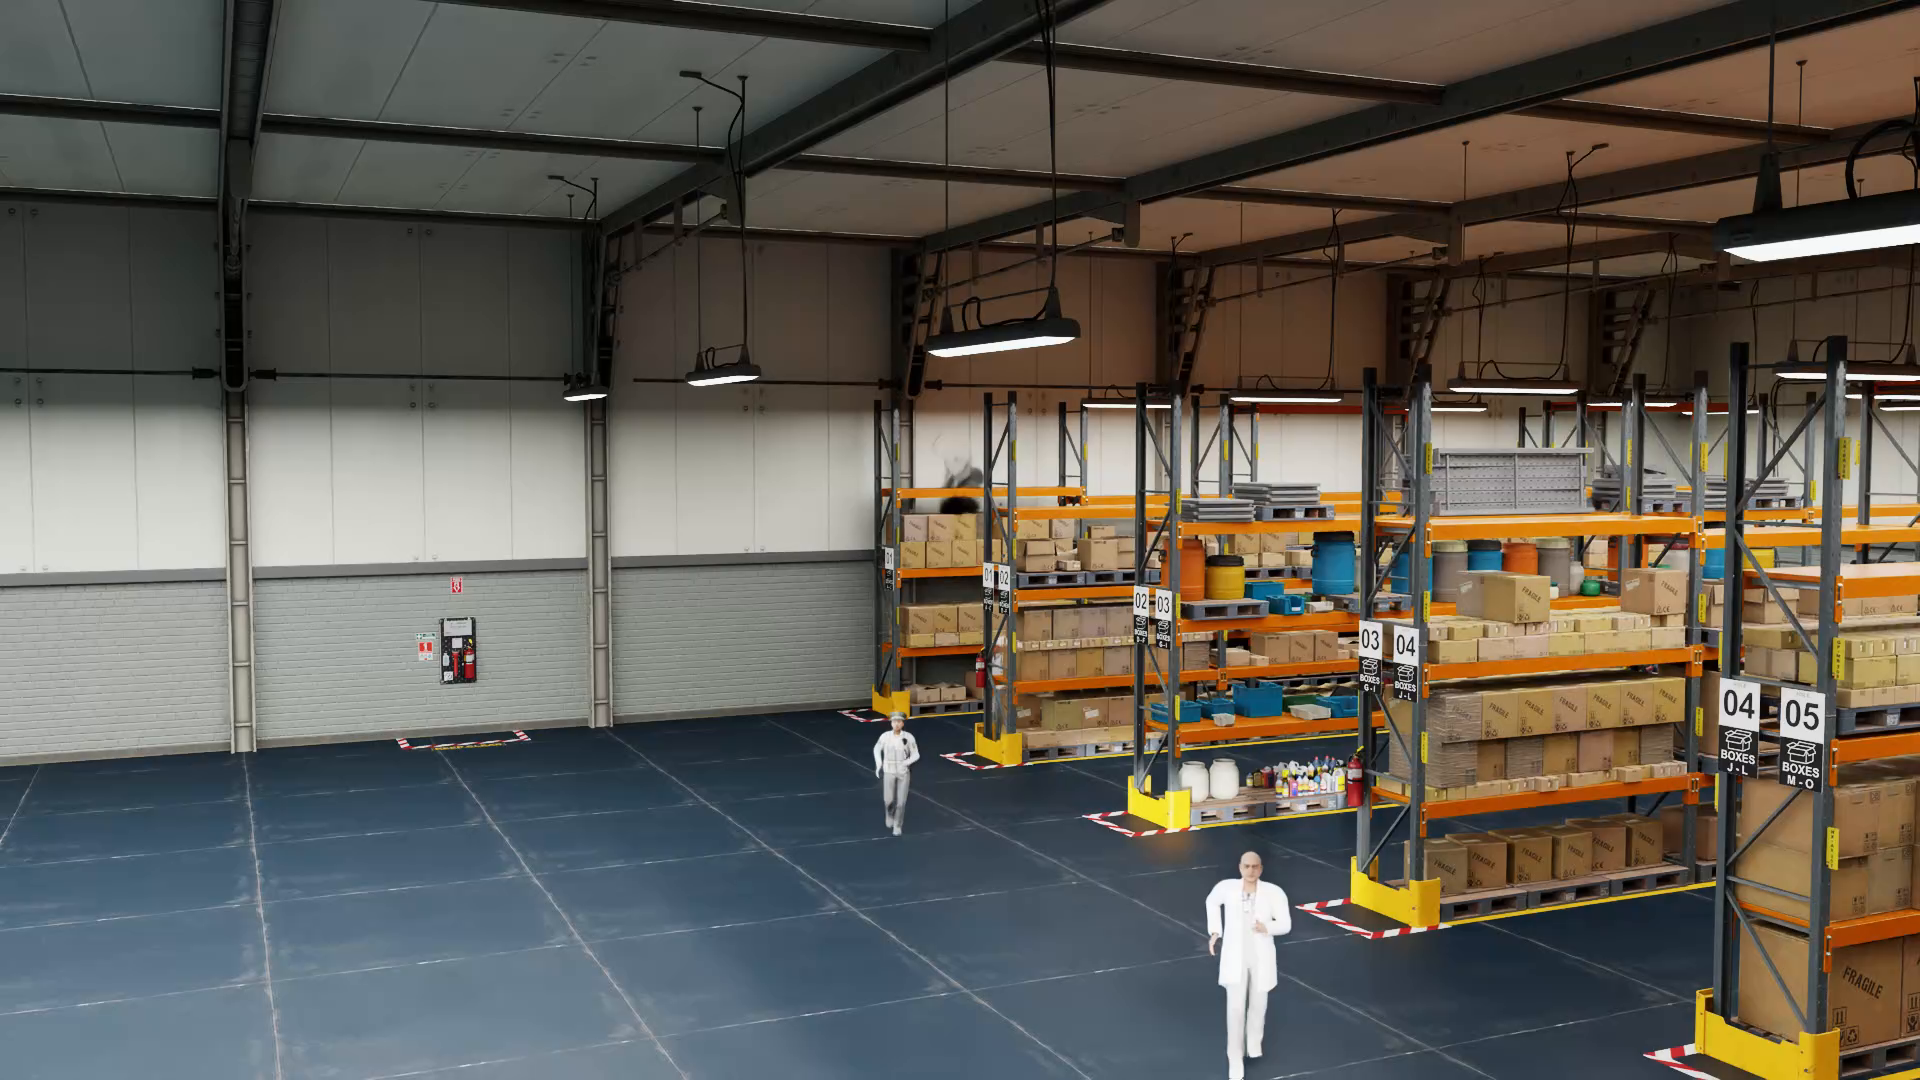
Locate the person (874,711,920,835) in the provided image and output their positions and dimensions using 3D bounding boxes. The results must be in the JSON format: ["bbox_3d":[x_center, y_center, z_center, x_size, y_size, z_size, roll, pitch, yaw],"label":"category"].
[{"bbox_3d":[-0.837,3.065,21.812,0.614,1.651,0.529,0,3,0],"label":"person"}]

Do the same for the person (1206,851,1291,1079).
[{"bbox_3d":[2.374,3.476,13.688,0.672,1.848,0.855,0,3,6],"label":"person"}]

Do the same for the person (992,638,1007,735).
[{"bbox_3d":[0.684,2.590,28.980,0.851,1.790,0.679,-2,4,-35],"label":"person"}]
